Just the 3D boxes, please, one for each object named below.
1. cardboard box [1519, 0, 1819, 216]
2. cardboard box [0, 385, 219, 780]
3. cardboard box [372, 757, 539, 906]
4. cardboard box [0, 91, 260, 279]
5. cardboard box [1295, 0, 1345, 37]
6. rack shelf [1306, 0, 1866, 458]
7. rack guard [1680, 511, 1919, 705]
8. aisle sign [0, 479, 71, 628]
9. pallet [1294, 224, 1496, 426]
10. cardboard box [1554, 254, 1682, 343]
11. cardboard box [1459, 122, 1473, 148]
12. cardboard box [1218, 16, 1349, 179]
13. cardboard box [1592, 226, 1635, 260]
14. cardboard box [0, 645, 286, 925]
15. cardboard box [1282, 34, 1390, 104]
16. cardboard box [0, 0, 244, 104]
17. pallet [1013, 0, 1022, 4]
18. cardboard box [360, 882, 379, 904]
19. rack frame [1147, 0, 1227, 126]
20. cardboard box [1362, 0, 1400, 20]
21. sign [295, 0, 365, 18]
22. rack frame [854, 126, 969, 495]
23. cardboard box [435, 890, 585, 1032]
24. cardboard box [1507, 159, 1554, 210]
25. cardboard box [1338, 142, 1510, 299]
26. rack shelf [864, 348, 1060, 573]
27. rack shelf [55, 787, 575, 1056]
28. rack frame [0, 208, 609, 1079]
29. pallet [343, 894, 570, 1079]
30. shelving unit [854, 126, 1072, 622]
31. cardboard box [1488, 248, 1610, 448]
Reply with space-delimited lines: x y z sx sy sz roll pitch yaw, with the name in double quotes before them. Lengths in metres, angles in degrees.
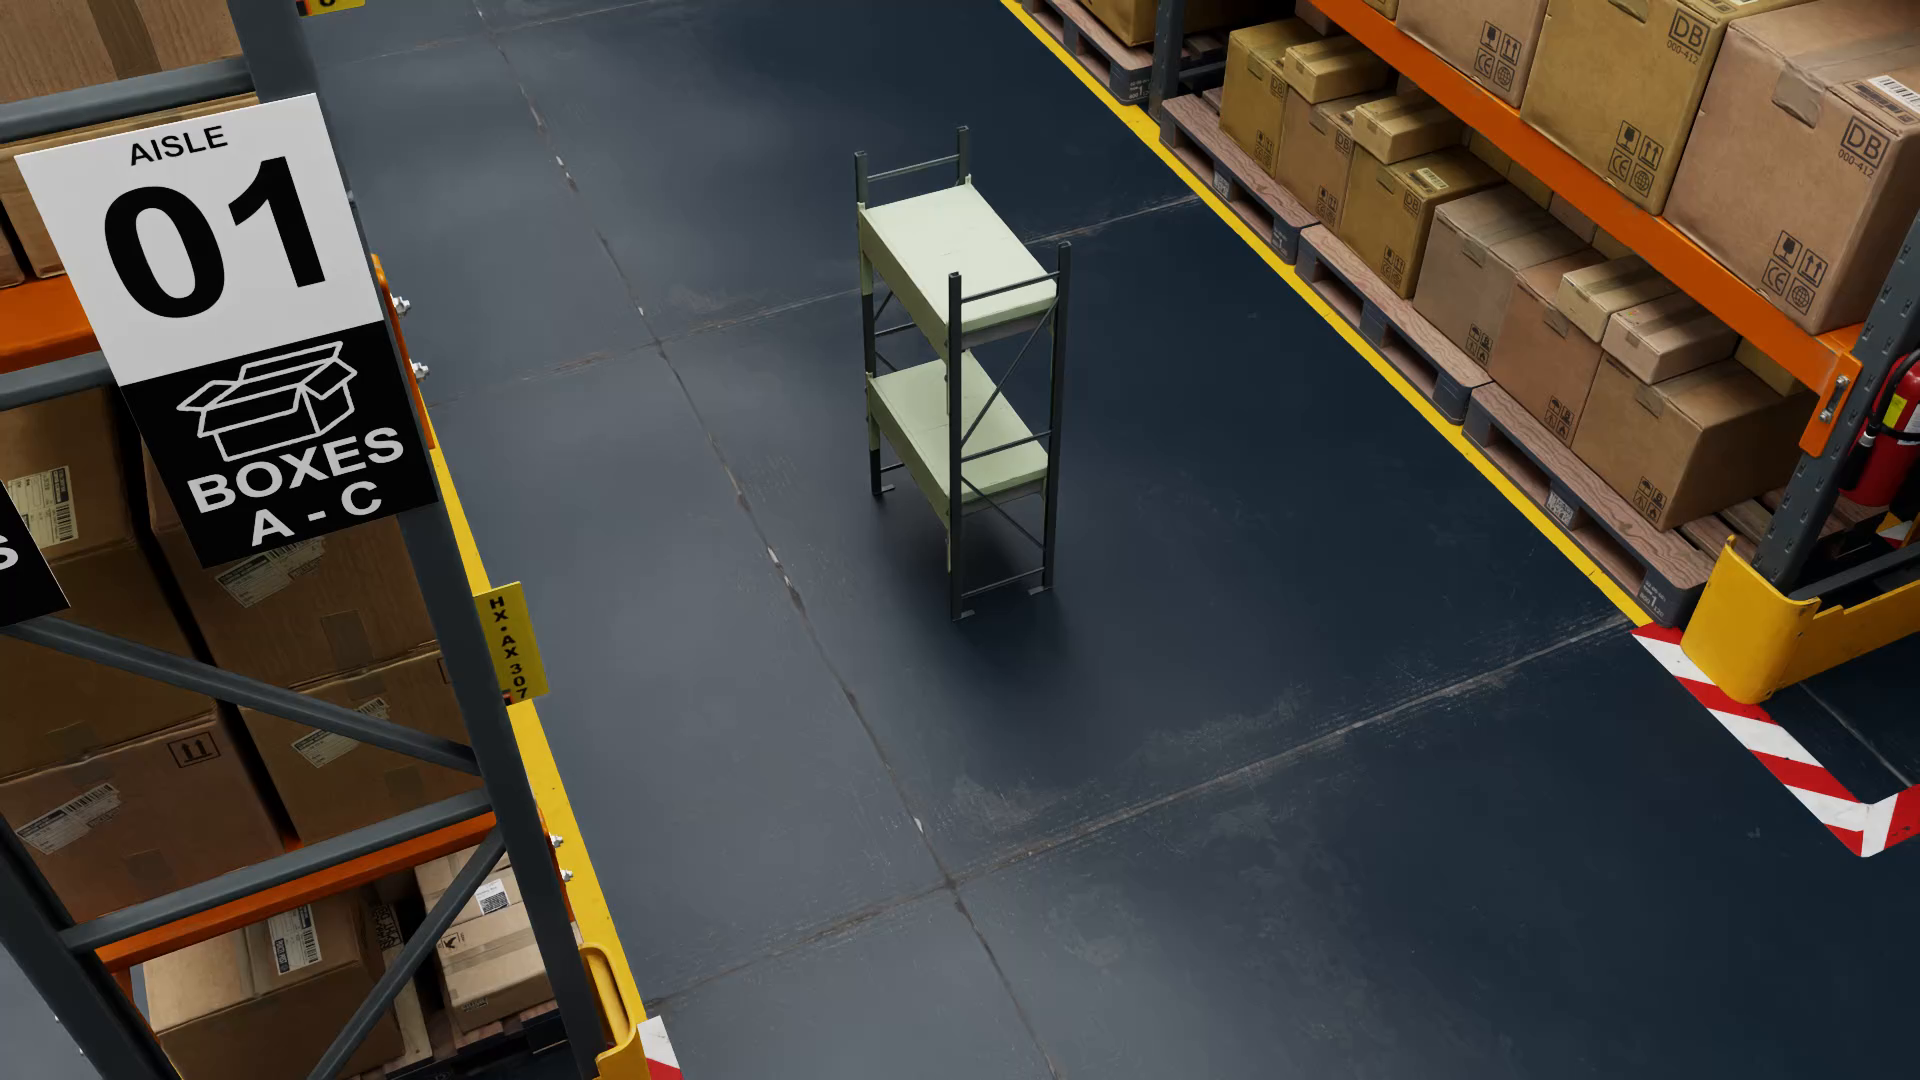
"cardboard box" 2.573 -1.676 5.599 0.980 0.700 0.700 -18 48 -18
"cardboard box" -1.817 0.085 3.245 0.500 0.500 0.500 -18 48 -18
"cardboard box" -1.562 0.752 4.997 0.500 0.250 0.500 -18 47 -17
"cardboard box" -1.366 -0.738 2.834 0.500 0.250 0.500 -18 47 -17
"cardboard box" 1.771 -2.470 7.637 0.380 0.149 0.250 -18 47 -18
"rack shelf" 2.272 -1.805 6.456 1.077 0.370 4.000 -18 47 -17
"rack guard" 3.123 0.118 5.774 1.175 0.500 0.348 -18 47 -17
"aisle sign" -1.630 -0.113 2.378 0.394 0.787 0.004 -18 47 -17
"pallet" 2.196 -1.057 7.171 1.003 0.211 1.213 -18 47 -17
"cardboard box" 2.400 -0.884 6.030 0.380 0.149 0.250 -17 47 -16
"cardboard box" 2.211 -1.806 6.964 0.380 0.149 0.250 -18 47 -17
"cardboard box" 1.652 -2.089 7.712 0.700 0.500 0.500 -17 47 -17
"cardboard box" 2.643 -1.155 6.304 0.380 0.149 0.250 -18 47 -17
"cardboard box" -1.816 0.438 3.599 0.500 0.500 0.500 -17 47 -16
"cardboard box" 1.631 -2.047 7.208 0.380 0.149 0.250 -17 47 -16
"cardboard box" -1.360 -0.918 2.660 0.500 0.250 0.500 -18 47 -17
"pallet" 0.521 -3.591 9.739 1.003 0.211 1.213 -18 47 -17
"cardboard box" -1.921 0.972 4.833 0.380 0.166 0.250 -18 47 -17
"rack frame" 1.431 -3.336 7.495 1.000 3.000 0.127 -18 47 -17
"cardboard box" 1.946 -2.625 6.561 0.980 0.700 0.700 -19 48 -18
"sign" -0.888 -0.861 2.229 0.100 0.325 0.005 -18 47 -17
"rack frame" -0.157 -0.771 5.964 0.400 1.500 0.023 -18 47 -17
"cardboard box" -1.245 1.169 4.647 0.380 0.149 0.250 -18 47 -17
"cardboard box" 2.427 -1.481 6.634 0.380 0.149 0.250 -18 47 -17
"cardboard box" 2.074 -1.440 7.054 0.700 0.500 0.500 -17 47 -16
"rack shelf" -0.003 -0.306 5.957 0.431 0.370 0.720 -18 47 -17
"rack shelf" -2.221 -0.340 4.971 1.077 0.370 4.000 -18 47 -17
"rack frame" -1.380 0.679 3.427 1.000 3.000 0.127 -18 47 -17
"pallet" -1.748 1.115 4.970 1.003 0.211 1.213 -18 47 -17
"shelving unit" -0.003 -0.538 5.728 0.431 1.500 0.755 -18 47 -17
"cardboard box" 2.517 -0.782 6.387 0.700 0.500 0.500 -18 47 -18
